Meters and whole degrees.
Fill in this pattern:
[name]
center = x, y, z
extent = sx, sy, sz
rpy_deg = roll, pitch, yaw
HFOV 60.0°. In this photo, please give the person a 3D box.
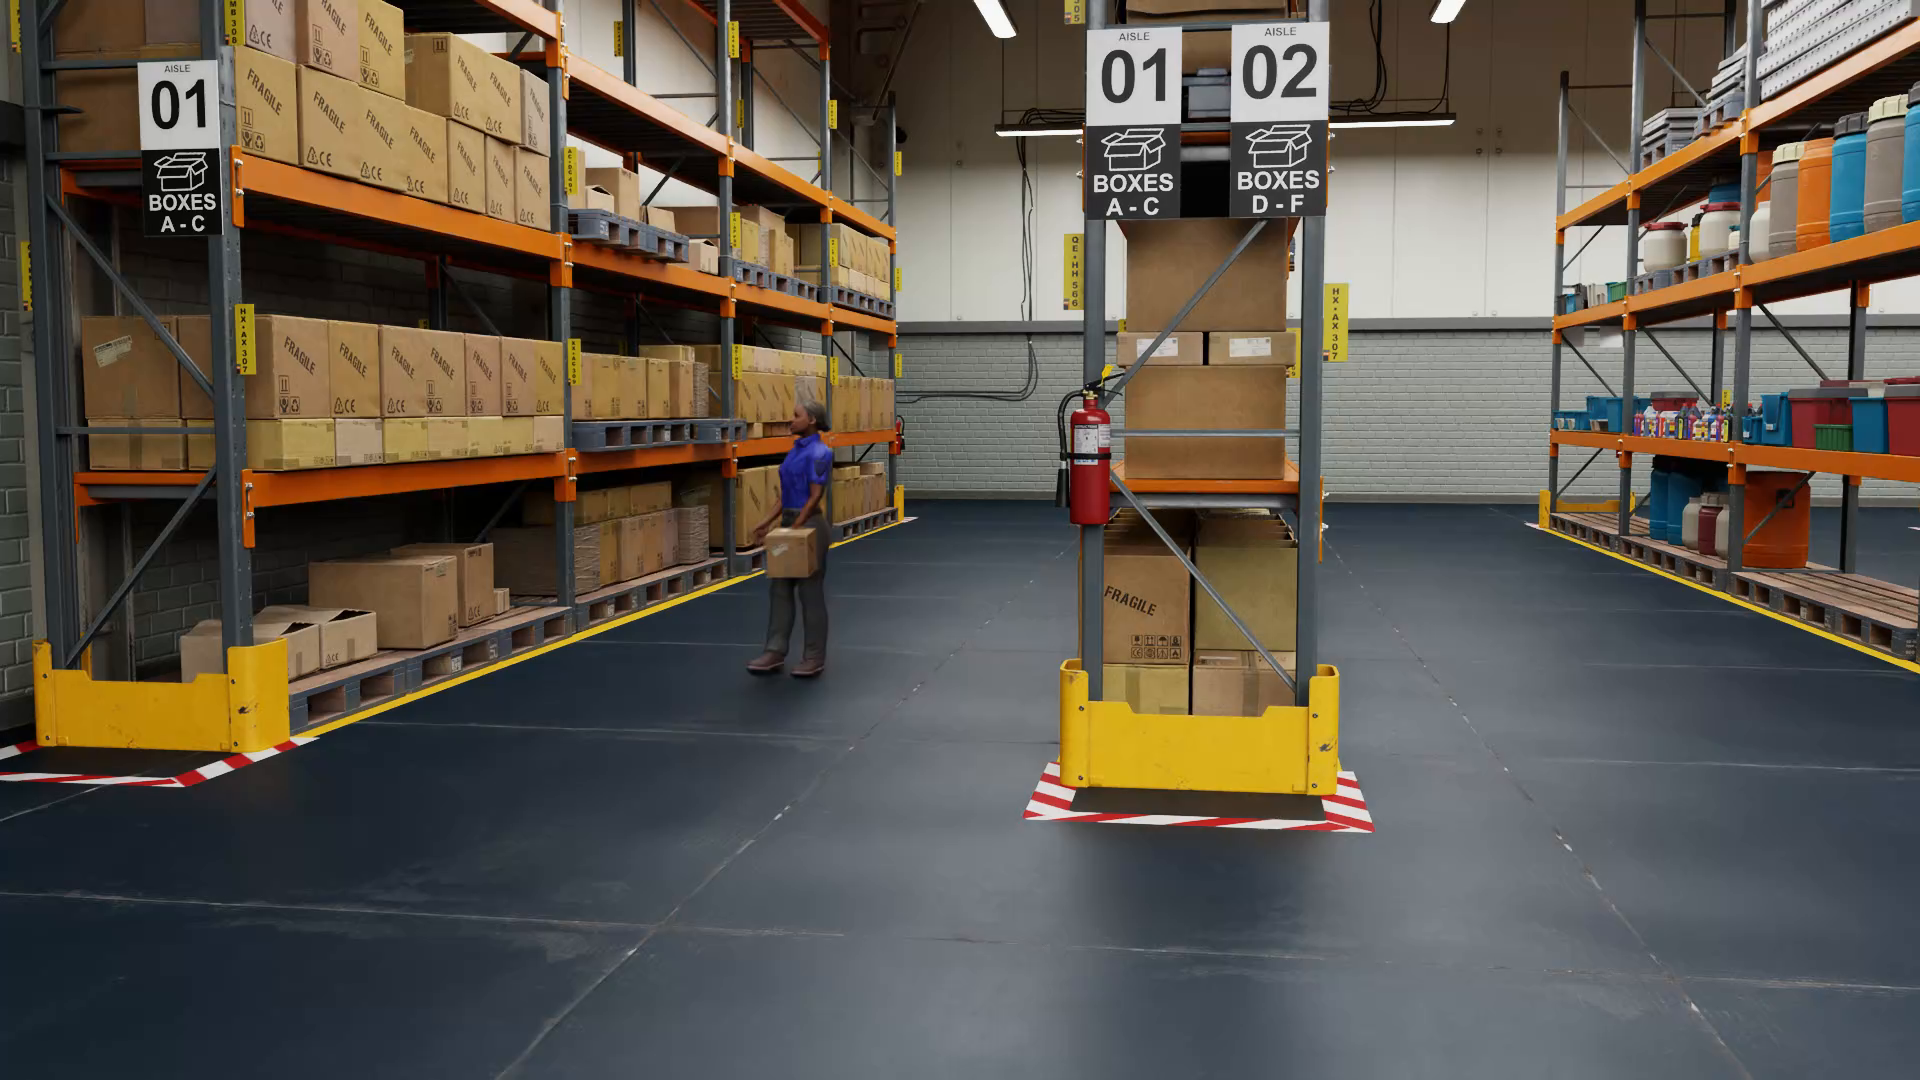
[person]
center = -1.011, -0.020, 10.076
extent = 0.498, 1.657, 0.489
rpy_deg = -3, 5, -32
